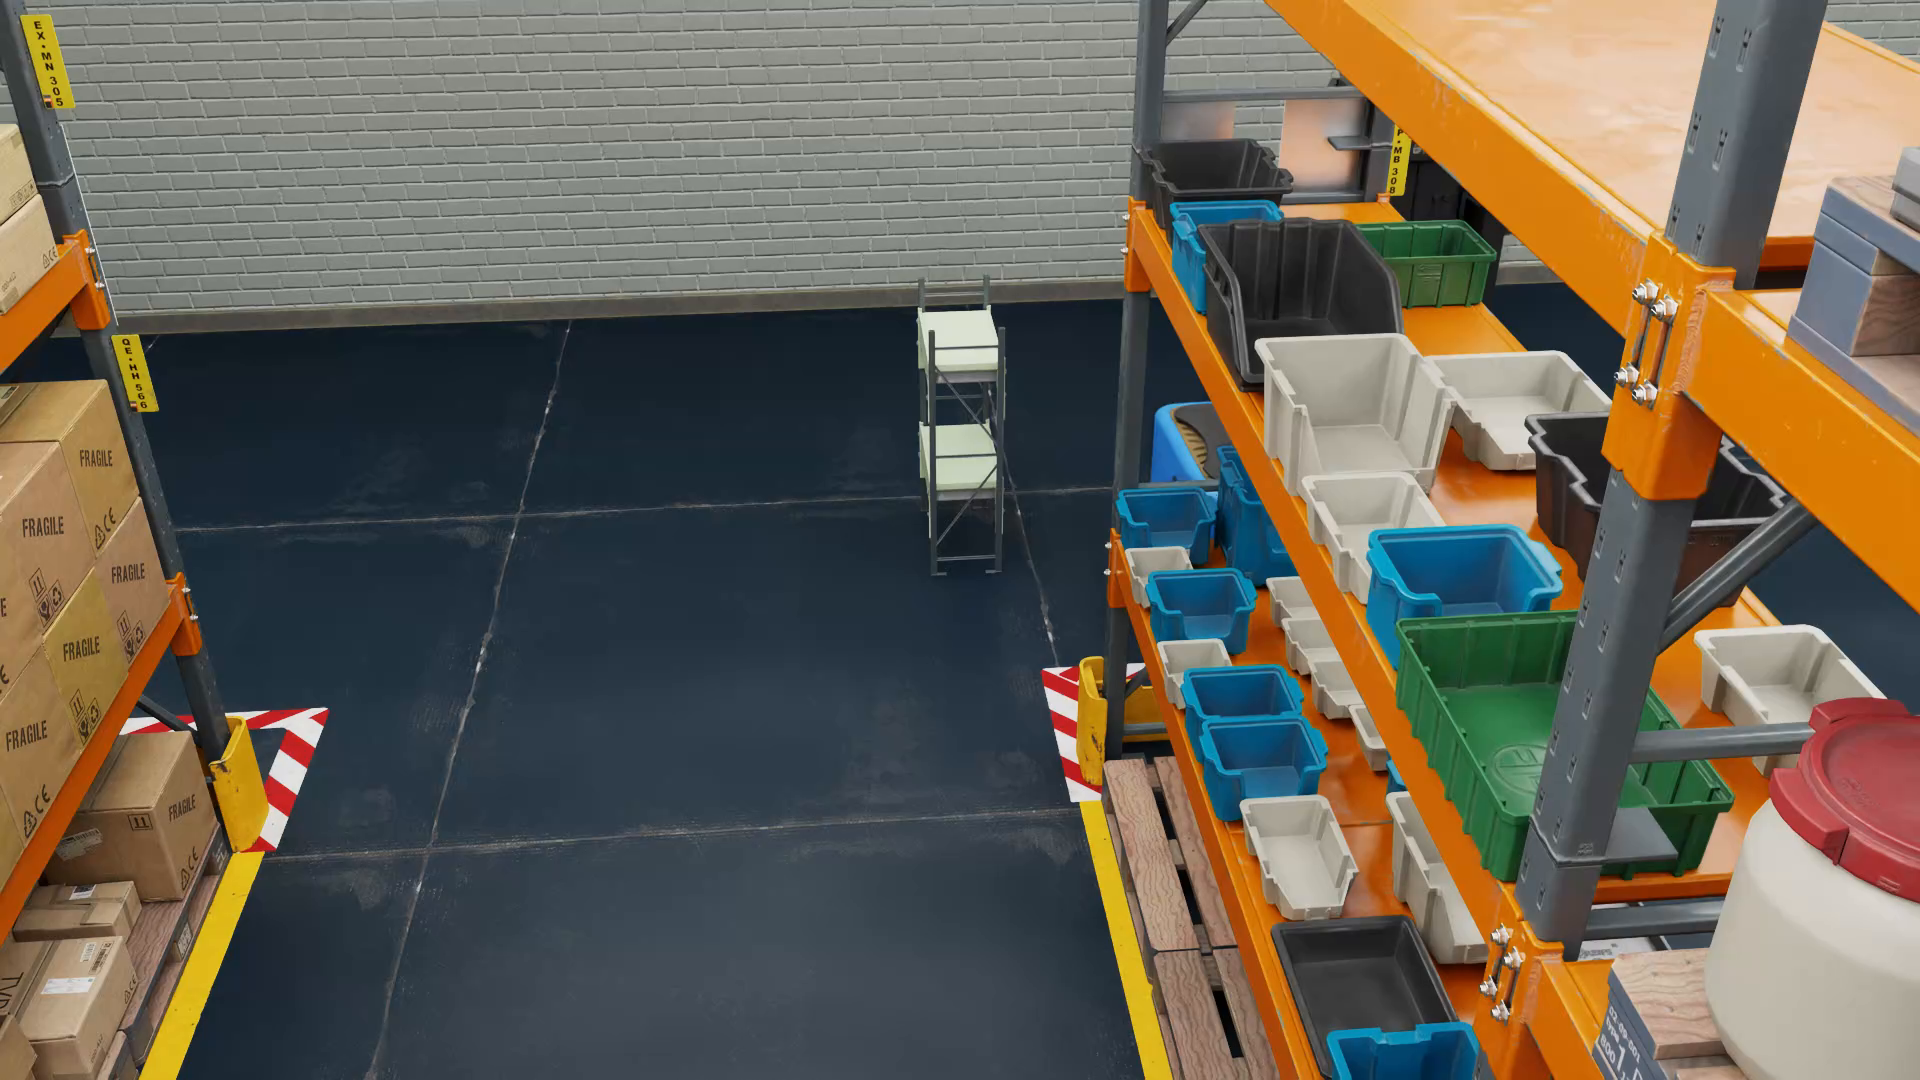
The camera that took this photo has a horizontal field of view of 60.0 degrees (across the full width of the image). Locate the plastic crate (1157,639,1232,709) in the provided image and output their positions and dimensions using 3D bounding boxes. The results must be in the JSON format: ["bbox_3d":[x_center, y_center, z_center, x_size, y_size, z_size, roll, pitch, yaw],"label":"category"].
[{"bbox_3d":[0.875,0.511,6.168,0.250,0.136,0.298,-3,31,-5],"label":"plastic crate"}]

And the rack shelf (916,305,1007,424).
[{"bbox_3d":[0.001,-0.976,9.160,0.431,0.370,0.720,-3,31,-5],"label":"rack shelf"}]

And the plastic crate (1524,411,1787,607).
[{"bbox_3d":[1.700,-0.069,4.143,0.497,0.269,0.590,-3,31,-5],"label":"plastic crate"}]

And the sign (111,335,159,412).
[{"bbox_3d":[-3.208,-0.646,6.470,0.100,0.325,0.005,-3,31,-5],"label":"sign"}]

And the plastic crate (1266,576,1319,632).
[{"bbox_3d":[1.426,0.263,6.584,0.396,0.136,0.243,-3,31,-5],"label":"plastic crate"}]

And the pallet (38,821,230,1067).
[{"bbox_3d":[-3.680,1.646,6.789,1.003,0.211,1.213,-3,31,-5],"label":"pallet"}]

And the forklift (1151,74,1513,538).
[{"bbox_3d":[2.584,-0.920,8.433,3.031,2.935,1.130,-4,31,-7],"label":"forklift"}]

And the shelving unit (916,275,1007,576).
[{"bbox_3d":[0.001,-0.640,9.360,0.431,1.500,0.755,-3,31,-5],"label":"shelving unit"}]

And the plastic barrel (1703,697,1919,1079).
[{"bbox_3d":[1.342,0.564,2.414,0.433,0.535,0.433,0,31,0],"label":"plastic barrel"}]

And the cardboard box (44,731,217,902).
[{"bbox_3d":[-3.467,1.153,6.903,0.500,0.500,0.500,-3,31,-5],"label":"cardboard box"}]

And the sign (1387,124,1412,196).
[{"bbox_3d":[1.715,-1.510,6.530,0.100,0.325,0.005,-3,31,-5],"label":"sign"}]

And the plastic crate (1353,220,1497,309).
[{"bbox_3d":[1.546,-0.939,5.679,0.450,0.188,0.336,-3,31,-5],"label":"plastic crate"}]

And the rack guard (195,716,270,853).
[{"bbox_3d":[-3.756,1.115,7.396,1.175,0.500,0.348,-3,31,-5],"label":"rack guard"}]

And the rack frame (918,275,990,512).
[{"bbox_3d":[-0.034,-0.827,9.673,0.400,1.500,0.023,-3,31,-5],"label":"rack frame"}]

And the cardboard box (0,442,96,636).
[{"bbox_3d":[-3.400,0.003,5.748,0.500,0.500,0.500,-2,31,-3],"label":"cardboard box"}]

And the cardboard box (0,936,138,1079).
[{"bbox_3d":[-3.408,1.747,6.153,0.500,0.250,0.500,-3,31,-5],"label":"cardboard box"}]

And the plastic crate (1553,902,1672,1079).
[{"bbox_3d":[1.709,1.289,4.547,0.402,0.464,0.583,-3,31,-5],"label":"plastic crate"}]

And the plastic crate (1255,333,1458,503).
[{"bbox_3d":[1.069,-0.323,4.556,0.437,0.282,0.530,-3,31,-5],"label":"plastic crate"}]

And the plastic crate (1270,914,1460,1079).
[{"bbox_3d":[1.171,1.344,4.786,0.437,0.125,0.590,-3,31,-5],"label":"plastic crate"}]

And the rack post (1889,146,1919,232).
[{"bbox_3d":[1.590,-0.302,1.554,0.937,0.300,0.954,-3,31,-6],"label":"rack post"}]

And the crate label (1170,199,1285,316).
[{"bbox_3d":[0.934,-0.970,5.669,0.408,0.251,0.502,-3,31,-5],"label":"crate label"}]

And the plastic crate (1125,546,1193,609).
[{"bbox_3d":[0.812,0.165,6.748,0.250,0.136,0.298,-3,31,-5],"label":"plastic crate"}]

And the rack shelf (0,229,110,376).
[{"bbox_3d":[-3.576,0.045,4.526,1.077,0.370,4.000,-3,31,-5],"label":"rack shelf"}]

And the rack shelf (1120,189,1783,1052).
[{"bbox_3d":[1.356,-0.190,4.920,1.077,0.370,4.000,-3,31,-5],"label":"rack shelf"}]

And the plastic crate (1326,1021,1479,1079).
[{"bbox_3d":[1.160,1.569,4.156,0.392,0.384,0.575,-3,31,-5],"label":"plastic crate"}]

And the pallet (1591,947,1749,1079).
[{"bbox_3d":[1.713,0.999,2.412,1.213,0.211,1.003,-3,31,-5],"label":"pallet"}]

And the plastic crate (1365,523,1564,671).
[{"bbox_3d":[1.140,0.144,3.822,0.416,0.233,0.300,-3,31,-5],"label":"plastic crate"}]

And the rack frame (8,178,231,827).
[{"bbox_3d":[-3.763,0.003,6.820,1.000,3.000,0.127,-3,31,-5],"label":"rack frame"}]

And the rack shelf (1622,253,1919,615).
[{"bbox_3d":[1.730,0.736,0.834,1.077,0.370,4.000,-3,31,-5],"label":"rack shelf"}]

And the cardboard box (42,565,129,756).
[{"bbox_3d":[-3.398,0.440,5.990,0.500,0.500,0.500,-2,31,-4],"label":"cardboard box"}]

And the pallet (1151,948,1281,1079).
[{"bbox_3d":[1.318,2.009,6.181,1.003,0.211,1.213,-3,31,-5],"label":"pallet"}]

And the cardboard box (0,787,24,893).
[{"bbox_3d":[-3.310,0.953,5.133,0.500,0.500,0.500,-3,31,-5],"label":"cardboard box"}]

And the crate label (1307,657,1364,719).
[{"bbox_3d":[1.489,0.552,6.099,0.396,0.136,0.243,-3,31,-5],"label":"crate label"}]

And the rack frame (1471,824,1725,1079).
[{"bbox_3d":[1.543,1.810,3.795,1.000,3.000,0.127,-3,31,-5],"label":"rack frame"}]

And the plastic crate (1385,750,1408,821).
[{"bbox_3d":[1.616,0.850,5.507,0.416,0.233,0.300,-3,31,-5],"label":"plastic crate"}]

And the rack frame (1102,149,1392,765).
[{"bbox_3d":[1.169,-0.232,7.214,1.000,3.000,0.127,-3,31,-5],"label":"rack frame"}]

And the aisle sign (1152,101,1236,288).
[{"bbox_3d":[0.867,-1.371,6.585,0.394,0.787,0.004,-3,31,-5],"label":"aisle sign"}]

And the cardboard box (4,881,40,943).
[{"bbox_3d":[-3.948,1.541,6.498,0.500,0.250,0.500,-3,31,-5],"label":"cardboard box"}]

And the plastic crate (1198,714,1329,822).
[{"bbox_3d":[1.015,0.781,5.622,0.416,0.233,0.300,-3,31,-5],"label":"plastic crate"}]
